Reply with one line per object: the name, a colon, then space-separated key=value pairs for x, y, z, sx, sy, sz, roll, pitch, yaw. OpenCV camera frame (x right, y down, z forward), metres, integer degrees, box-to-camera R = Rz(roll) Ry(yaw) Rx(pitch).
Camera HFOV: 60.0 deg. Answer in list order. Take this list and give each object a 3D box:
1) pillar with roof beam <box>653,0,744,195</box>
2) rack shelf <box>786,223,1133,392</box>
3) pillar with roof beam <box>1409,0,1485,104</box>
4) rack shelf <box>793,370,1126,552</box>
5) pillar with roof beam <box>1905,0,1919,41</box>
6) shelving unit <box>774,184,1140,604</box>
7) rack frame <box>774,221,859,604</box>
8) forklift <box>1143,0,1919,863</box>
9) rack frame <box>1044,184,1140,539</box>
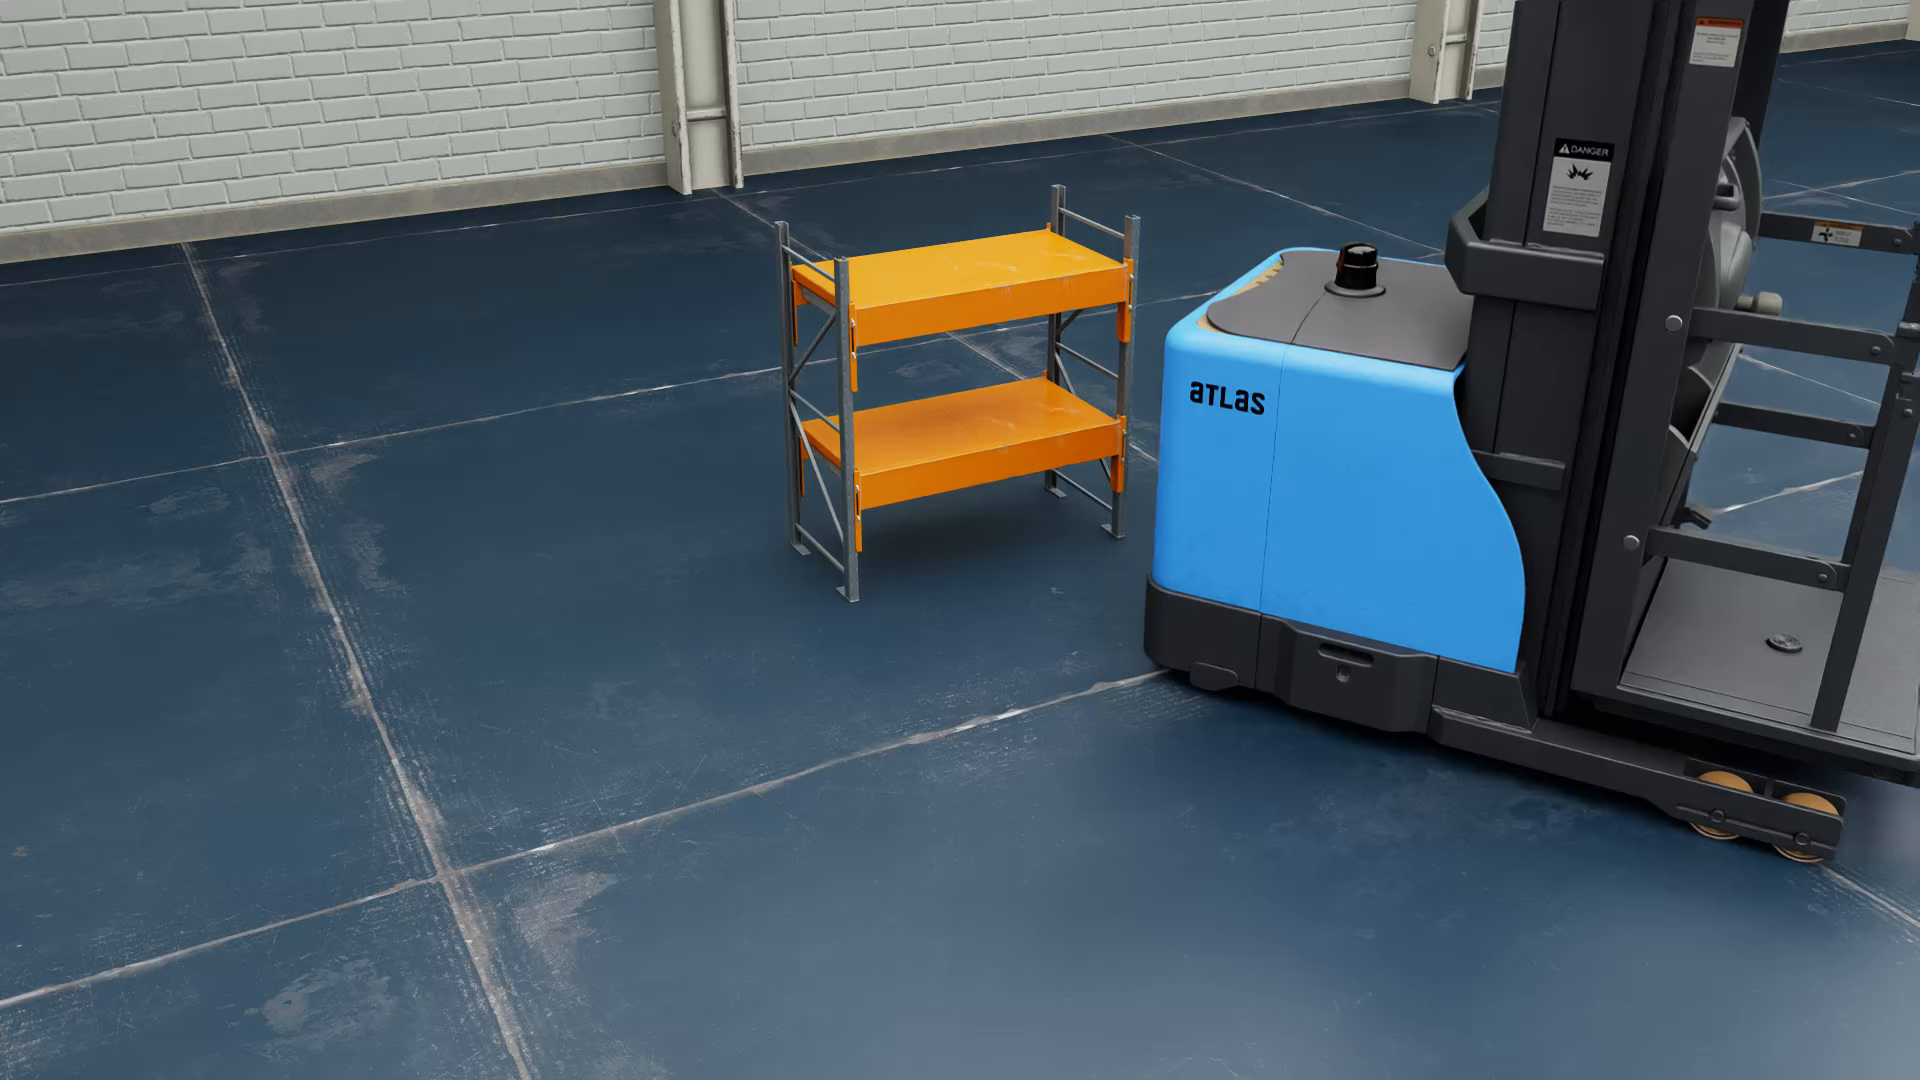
pillar with roof beam: x=0.442 y=-4.616 z=4.967 sx=0.400 sy=9.000 sz=9.100 roll=-13 pitch=29 yaw=-25
rack shelf: x=-0.006 y=-0.770 z=5.377 sx=1.000 sy=0.278 sz=0.538 roll=-13 pitch=29 yaw=-25
pillar with roof beam: x=5.736 y=-5.838 z=7.512 sx=0.400 sy=9.000 sz=9.100 roll=-13 pitch=29 yaw=-25
rack shelf: x=-0.006 y=-0.285 z=5.609 sx=1.000 sy=0.278 sz=0.538 roll=-13 pitch=29 yaw=-25
pillar with roof beam: x=11.031 y=-7.060 z=10.057 sx=0.400 sy=9.000 sz=9.100 roll=-13 pitch=29 yaw=-25
shelving unit: x=-0.006 y=-0.506 z=5.504 sx=1.048 sy=1.125 sz=0.538 roll=-13 pitch=29 yaw=-25
rack frame: x=-0.455 y=-0.402 z=5.288 sx=0.032 sy=1.125 sz=0.500 roll=-13 pitch=29 yaw=-25
forklift: x=2.080 y=-0.791 z=4.011 sx=3.031 sy=2.935 sz=1.130 roll=14 pitch=29 yaw=26
rack frame: x=0.443 y=-0.609 z=5.719 sx=0.032 sy=1.125 sz=0.500 roll=-13 pitch=29 yaw=-25
